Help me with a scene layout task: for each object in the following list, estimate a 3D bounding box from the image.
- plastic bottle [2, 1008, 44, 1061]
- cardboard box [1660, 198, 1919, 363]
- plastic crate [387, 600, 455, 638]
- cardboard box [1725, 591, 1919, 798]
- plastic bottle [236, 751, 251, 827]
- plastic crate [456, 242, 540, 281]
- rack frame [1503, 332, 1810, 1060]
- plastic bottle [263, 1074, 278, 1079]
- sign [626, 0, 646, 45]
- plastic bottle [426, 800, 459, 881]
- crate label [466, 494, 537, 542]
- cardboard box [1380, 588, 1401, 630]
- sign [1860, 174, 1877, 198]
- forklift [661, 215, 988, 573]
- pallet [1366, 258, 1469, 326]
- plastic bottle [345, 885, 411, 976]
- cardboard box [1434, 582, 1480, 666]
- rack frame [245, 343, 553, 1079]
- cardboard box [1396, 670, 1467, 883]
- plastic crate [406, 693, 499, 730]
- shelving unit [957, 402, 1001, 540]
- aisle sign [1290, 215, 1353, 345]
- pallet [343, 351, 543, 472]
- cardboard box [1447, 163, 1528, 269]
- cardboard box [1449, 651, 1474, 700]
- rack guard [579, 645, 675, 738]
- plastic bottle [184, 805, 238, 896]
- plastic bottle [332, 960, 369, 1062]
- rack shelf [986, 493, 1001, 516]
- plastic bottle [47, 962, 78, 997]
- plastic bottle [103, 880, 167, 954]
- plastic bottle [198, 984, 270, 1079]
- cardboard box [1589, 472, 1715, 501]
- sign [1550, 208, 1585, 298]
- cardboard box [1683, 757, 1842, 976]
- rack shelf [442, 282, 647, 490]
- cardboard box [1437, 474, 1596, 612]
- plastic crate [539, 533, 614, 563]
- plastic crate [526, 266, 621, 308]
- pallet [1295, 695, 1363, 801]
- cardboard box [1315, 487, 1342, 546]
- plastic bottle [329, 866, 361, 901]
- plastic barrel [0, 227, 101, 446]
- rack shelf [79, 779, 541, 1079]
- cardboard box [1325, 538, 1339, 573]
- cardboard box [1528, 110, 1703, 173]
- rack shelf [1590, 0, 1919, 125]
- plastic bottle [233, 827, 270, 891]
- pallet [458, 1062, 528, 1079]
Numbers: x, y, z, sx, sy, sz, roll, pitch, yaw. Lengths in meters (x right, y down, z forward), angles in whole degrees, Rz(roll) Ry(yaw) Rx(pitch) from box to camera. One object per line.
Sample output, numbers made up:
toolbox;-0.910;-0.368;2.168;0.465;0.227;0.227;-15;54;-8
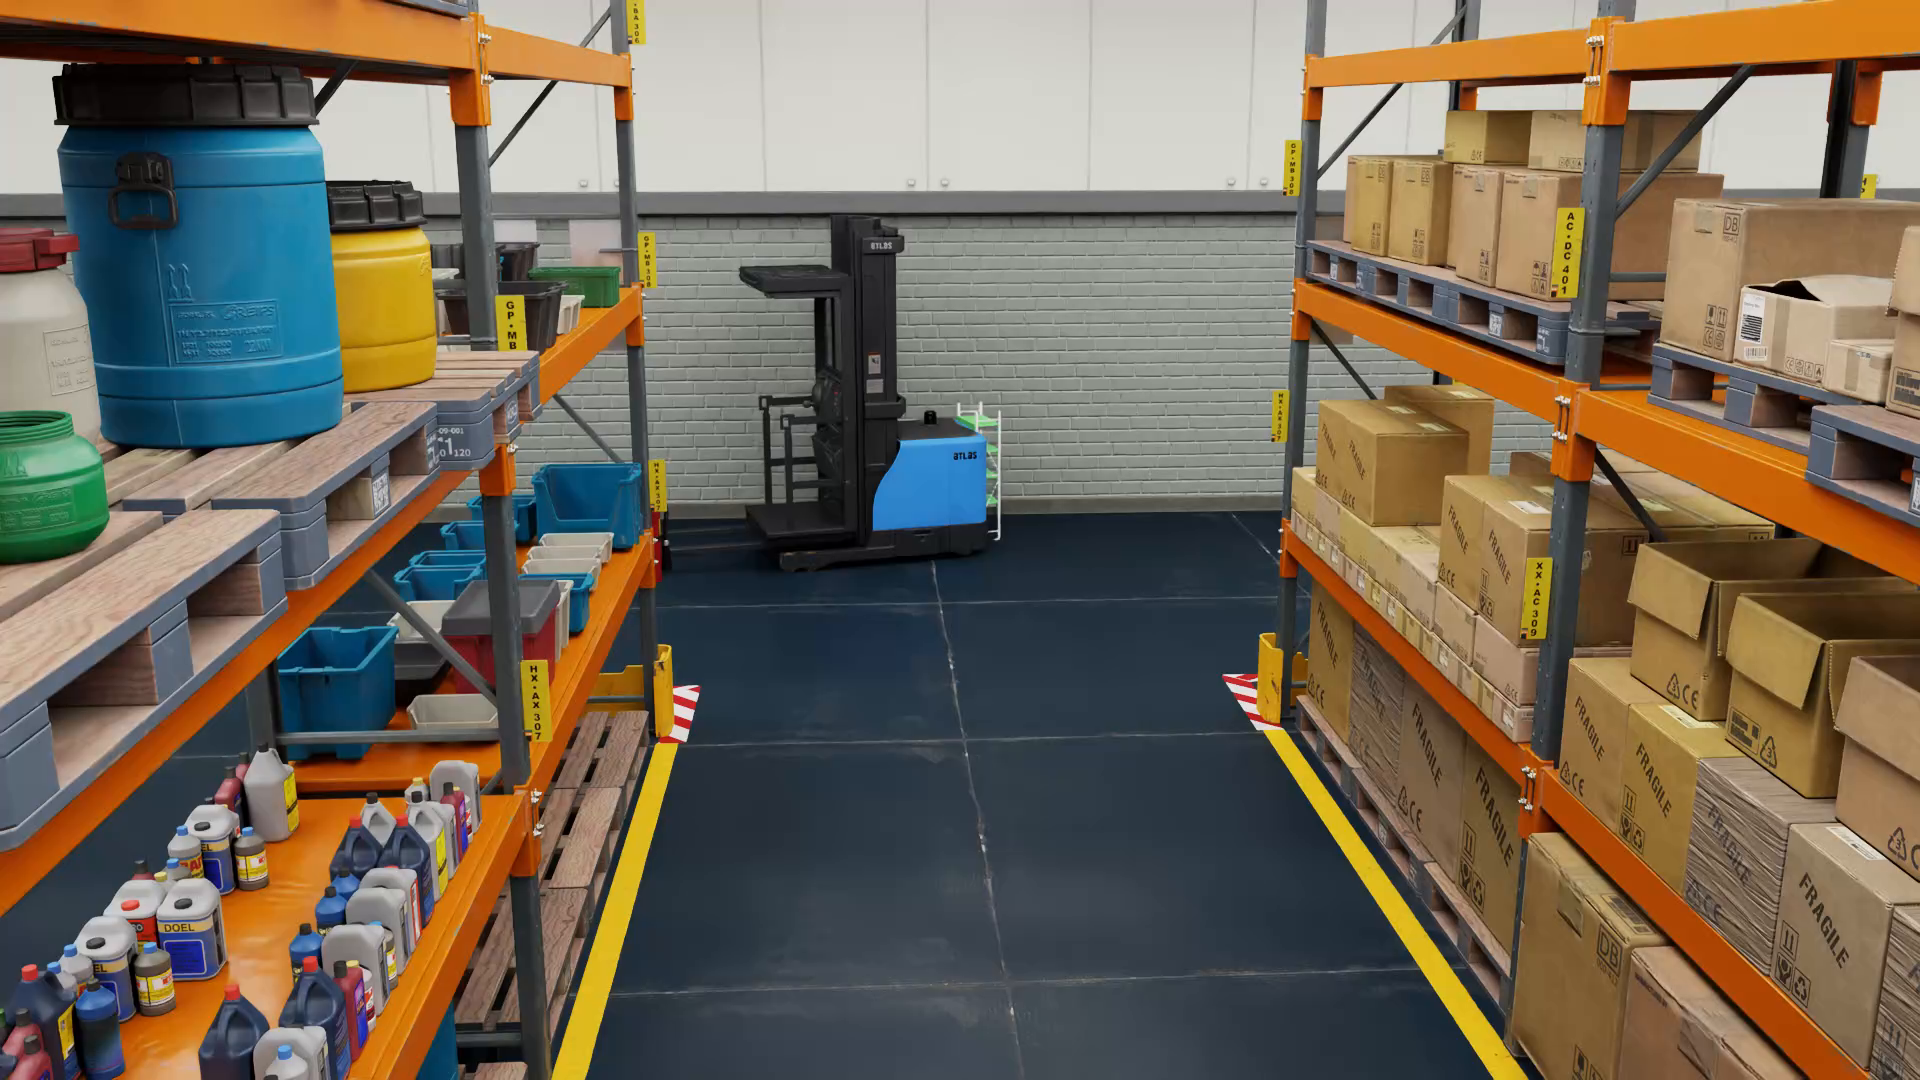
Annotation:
plastic bottle;-2.387;1.346;4.235;0.061;0.283;0.133;-1;14;-3
cardboard box;2.836;-0.884;5.604;0.700;0.500;0.500;-1;14;-2
plastic crate;-2.562;0.423;7.995;0.293;0.136;0.466;-1;14;-3
cardboard box;2.868;0.472;5.184;0.797;0.503;0.637;-1;14;-3
plastic bottle;-2.557;0.907;5.939;0.061;0.283;0.133;-1;14;-3
plastic crate;-2.656;-1.531;9.425;0.497;0.269;0.590;-1;14;-3
rack frame;2.790;0.676;6.602;1.000;3.000;0.127;-1;14;-3
plastic bottle;-1.636;1.403;4.010;0.061;0.283;0.133;-1;14;-3
sign;-1.854;-3.004;9.513;0.100;0.325;0.005;-1;14;-3
plastic bottle;-1.784;0.997;5.606;0.152;0.276;0.135;-1;14;-3
crate label;-2.715;-0.124;9.926;0.416;0.233;0.303;-1;14;-3
cardboard box;2.349;0.344;8.397;0.380;0.149;0.250;-1;14;-3
sign;3.331;-1.190;6.167;0.100;0.325;0.005;-1;14;-3
forklift;-1.331;-1.288;14.374;3.031;2.935;1.130;-4;15;-16
pallet;2.677;-1.240;8.207;1.003;0.211;1.213;-1;14;-3
plastic bottle;-1.744;1.156;4.988;0.152;0.276;0.135;-1;14;-3
cardboard box;2.466;0.370;7.495;0.500;0.250;0.500;0;14;-2
rack frame;-2.154;0.753;6.305;1.000;3.000;0.127;-1;14;-3
cardboard box;2.773;1.113;8.327;0.875;0.875;0.875;-1;14;-3
plastic crate;-2.040;0.733;6.789;0.396;0.136;0.243;-1;14;-3
shelving unit;0.170;-0.633;15.302;0.258;1.200;0.503;-5;15;-19
aisle sign;2.238;-1.591;10.196;0.394;0.787;0.004;-1;14;-3
pallet;-2.008;-0.415;5.203;1.213;0.211;1.003;-1;14;-3
cardboard box;2.762;-1.536;7.938;0.700;0.500;0.500;0;14;-1
cardboard box;2.412;0.599;7.405;0.380;0.149;0.250;-1;14;-4
rack guard;-2.416;0.963;10.505;1.175;0.500;0.348;-1;14;-3
plastic bottle;-2.483;1.025;5.496;0.152;0.276;0.135;-1;14;-3
plastic bottle;-1.670;1.266;4.542;0.061;0.283;0.133;-1;14;-3
rack shelf;0.170;-0.339;15.378;0.258;0.148;0.480;-5;15;-19
plastic bottle;-2.448;1.277;4.524;0.097;0.271;0.097;0;14;0
plastic bottle;-2.448;1.164;4.955;0.152;0.276;0.135;-1;14;-3
plastic bottle;-1.845;1.310;4.238;0.144;0.351;0.185;-1;14;-3
cardboard box;2.992;-0.004;7.445;0.500;0.500;0.500;-1;14;-3
sign;2.236;-1.056;6.119;0.100;0.325;0.005;-1;14;-3
cardboard box;2.631;0.996;5.160;0.500;0.500;0.500;-1;14;-5
rack shelf;-2.278;-0.849;7.954;1.077;0.370;4.000;-1;14;-3
cardboard box;2.467;0.007;7.403;0.500;0.500;0.500;-1;14;-3
plastic crate;-2.170;0.057;9.419;0.396;0.136;0.243;-1;14;-3
plastic crate;-2.055;-1.351;8.888;0.450;0.188;0.336;-1;14;-3
pallet;2.670;1.230;10.048;1.003;0.211;1.213;-1;14;-3
cardboard box;2.341;-0.137;9.468;0.500;0.250;0.500;-1;14;-4
plastic bottle;-1.876;1.131;5.093;0.097;0.271;0.097;0;14;0
plastic barrel;-2.166;-0.413;3.700;0.433;0.535;0.433;0;14;0
rack shelf;-2.030;1.598;4.461;1.077;0.370;4.000;-1;14;-3
cardboard box;2.285;0.089;9.390;0.380;0.149;0.250;-1;14;-4
cardboard box;2.738;-1.674;6.967;0.500;0.250;0.500;-2;15;-7
rack shelf;2.914;-1.190;4.061;1.077;0.370;4.000;-1;14;-3
plastic bottle;-2.359;1.054;5.531;0.097;0.201;0.097;0;14;0
pallet;-2.148;2.296;5.904;1.003;0.211;1.213;-1;14;-3
